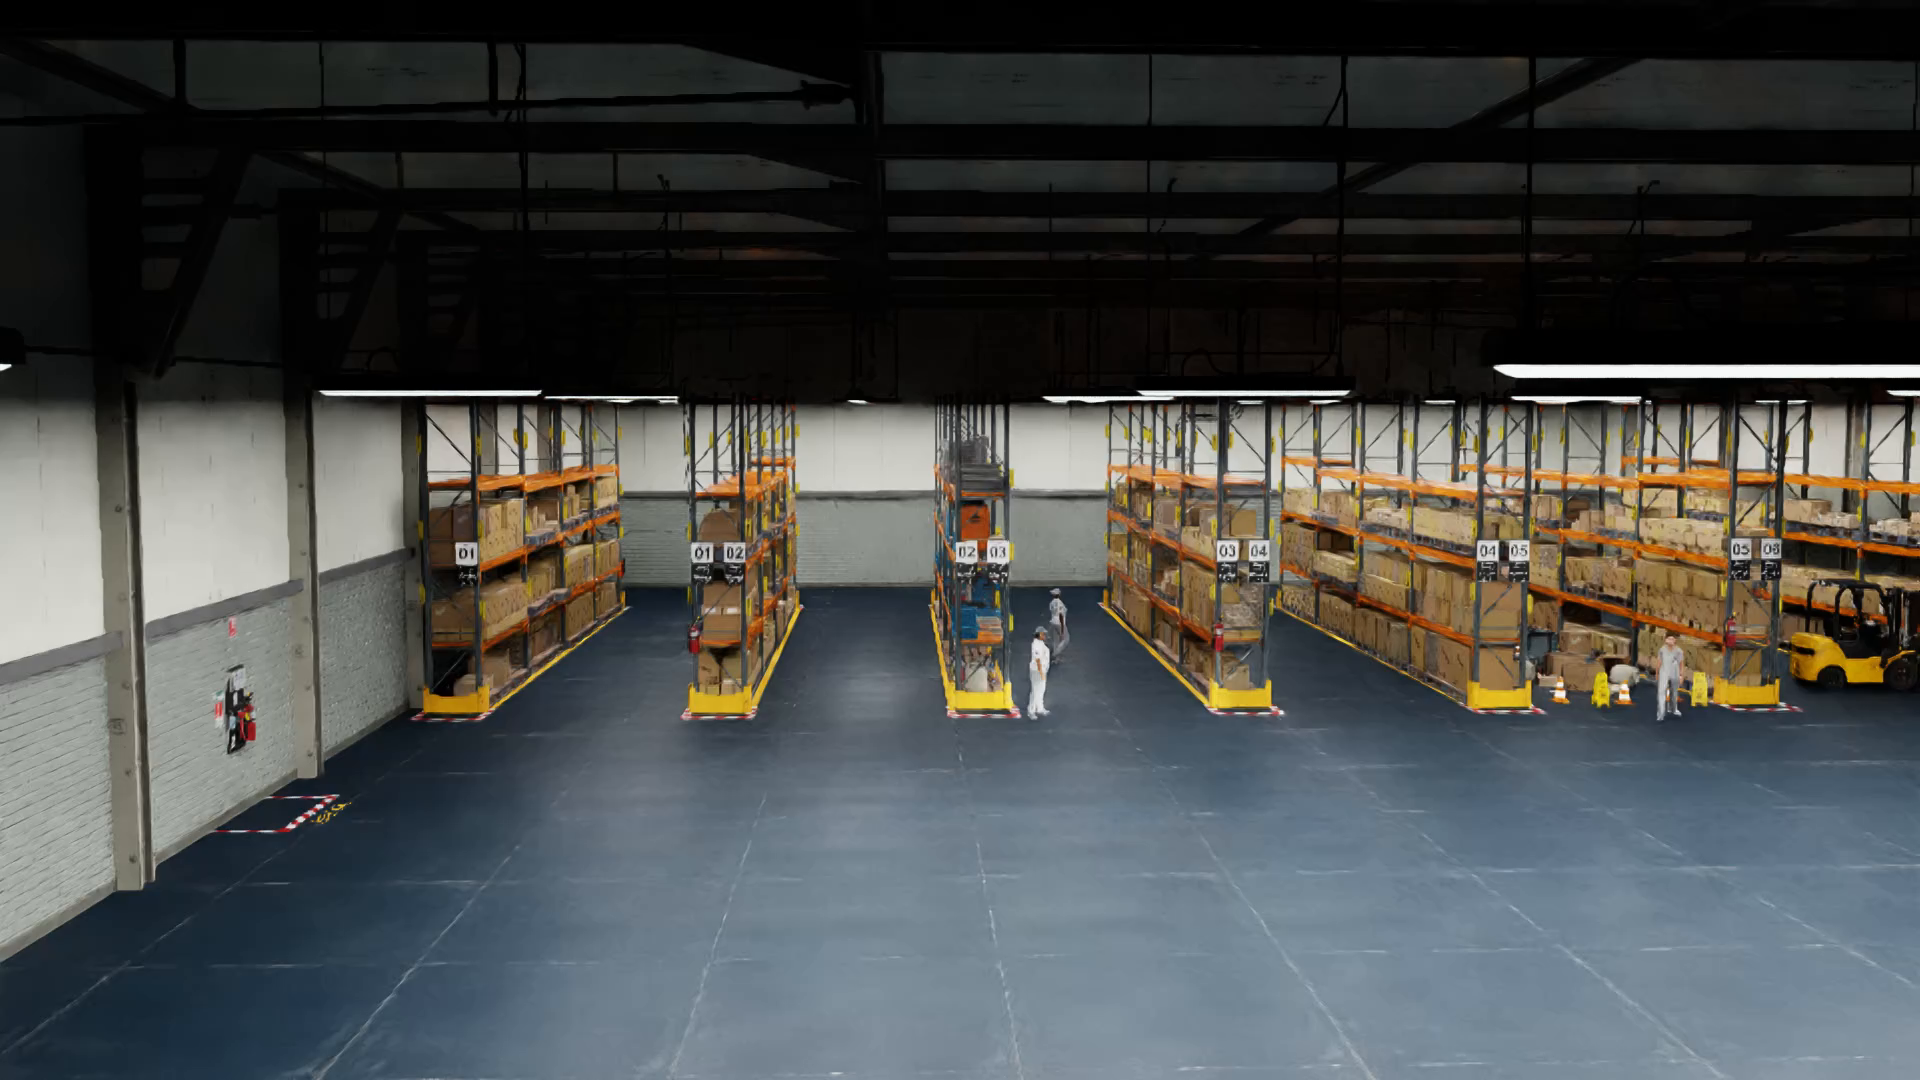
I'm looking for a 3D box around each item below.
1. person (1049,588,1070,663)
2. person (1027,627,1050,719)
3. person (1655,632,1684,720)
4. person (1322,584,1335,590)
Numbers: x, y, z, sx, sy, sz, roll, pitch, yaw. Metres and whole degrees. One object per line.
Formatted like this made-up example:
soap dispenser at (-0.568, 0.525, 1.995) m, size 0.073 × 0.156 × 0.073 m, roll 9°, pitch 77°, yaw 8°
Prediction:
person at (2.173, 1.914, 37.129) m, size 0.423 × 1.674 × 0.507 m, roll -3°, pitch 5°, yaw -29°
person at (1.454, 2.423, 30.688) m, size 0.395 × 1.665 × 0.652 m, roll 1°, pitch 5°, yaw 9°
person at (13.015, 2.477, 30.487) m, size 0.487 × 1.616 × 0.957 m, roll 2°, pitch 5°, yaw 20°
person at (11.058, 0.857, 49.852) m, size 0.490 × 1.761 × 0.720 m, roll 4°, pitch 6°, yaw 44°
